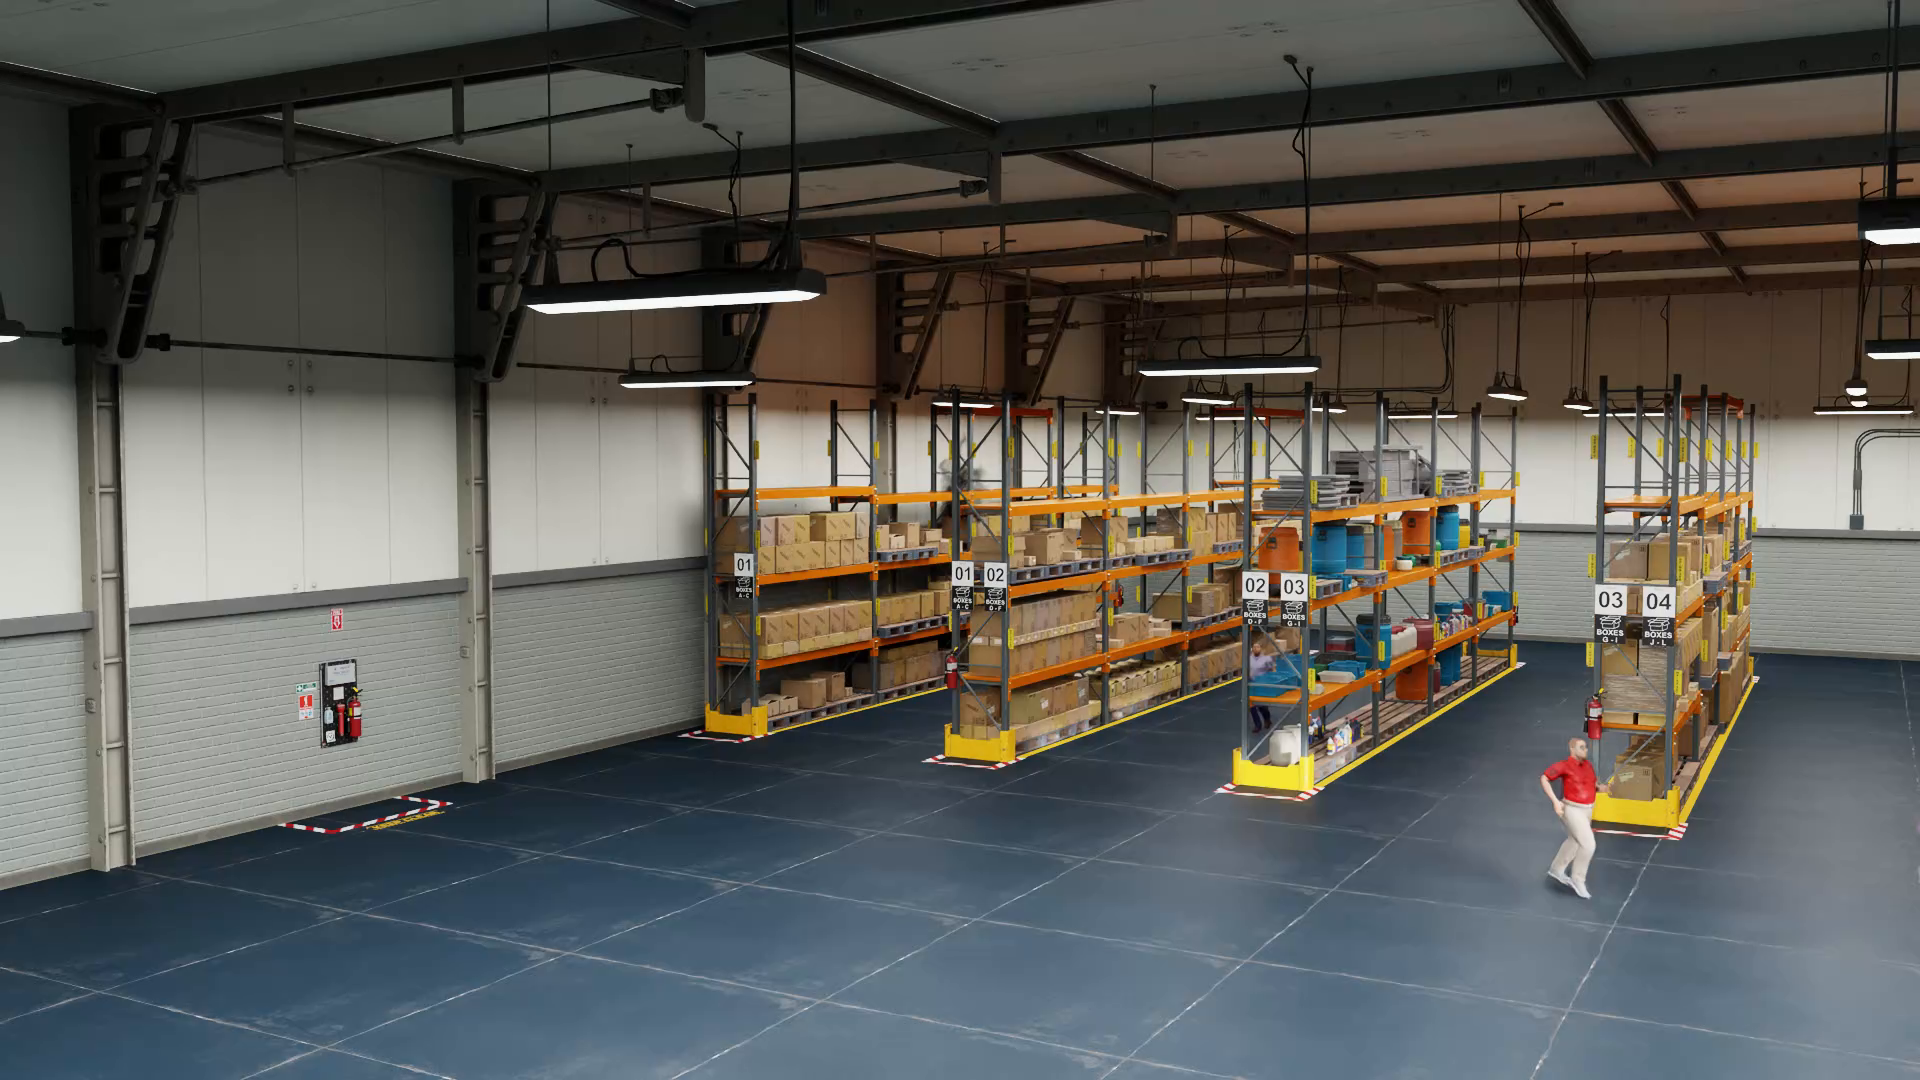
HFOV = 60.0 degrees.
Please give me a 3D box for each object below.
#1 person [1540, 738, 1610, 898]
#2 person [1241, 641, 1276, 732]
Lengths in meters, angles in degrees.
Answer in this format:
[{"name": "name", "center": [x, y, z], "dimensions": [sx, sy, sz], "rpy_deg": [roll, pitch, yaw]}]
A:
[{"name": "person", "center": [6.988, 3.136, 18.812], "dimensions": [0.631, 1.798, 0.754], "rpy_deg": [-3, 4, -39]}, {"name": "person", "center": [5.268, 2.612, 29.525], "dimensions": [0.609, 1.600, 0.534], "rpy_deg": [2, 4, 29]}]
